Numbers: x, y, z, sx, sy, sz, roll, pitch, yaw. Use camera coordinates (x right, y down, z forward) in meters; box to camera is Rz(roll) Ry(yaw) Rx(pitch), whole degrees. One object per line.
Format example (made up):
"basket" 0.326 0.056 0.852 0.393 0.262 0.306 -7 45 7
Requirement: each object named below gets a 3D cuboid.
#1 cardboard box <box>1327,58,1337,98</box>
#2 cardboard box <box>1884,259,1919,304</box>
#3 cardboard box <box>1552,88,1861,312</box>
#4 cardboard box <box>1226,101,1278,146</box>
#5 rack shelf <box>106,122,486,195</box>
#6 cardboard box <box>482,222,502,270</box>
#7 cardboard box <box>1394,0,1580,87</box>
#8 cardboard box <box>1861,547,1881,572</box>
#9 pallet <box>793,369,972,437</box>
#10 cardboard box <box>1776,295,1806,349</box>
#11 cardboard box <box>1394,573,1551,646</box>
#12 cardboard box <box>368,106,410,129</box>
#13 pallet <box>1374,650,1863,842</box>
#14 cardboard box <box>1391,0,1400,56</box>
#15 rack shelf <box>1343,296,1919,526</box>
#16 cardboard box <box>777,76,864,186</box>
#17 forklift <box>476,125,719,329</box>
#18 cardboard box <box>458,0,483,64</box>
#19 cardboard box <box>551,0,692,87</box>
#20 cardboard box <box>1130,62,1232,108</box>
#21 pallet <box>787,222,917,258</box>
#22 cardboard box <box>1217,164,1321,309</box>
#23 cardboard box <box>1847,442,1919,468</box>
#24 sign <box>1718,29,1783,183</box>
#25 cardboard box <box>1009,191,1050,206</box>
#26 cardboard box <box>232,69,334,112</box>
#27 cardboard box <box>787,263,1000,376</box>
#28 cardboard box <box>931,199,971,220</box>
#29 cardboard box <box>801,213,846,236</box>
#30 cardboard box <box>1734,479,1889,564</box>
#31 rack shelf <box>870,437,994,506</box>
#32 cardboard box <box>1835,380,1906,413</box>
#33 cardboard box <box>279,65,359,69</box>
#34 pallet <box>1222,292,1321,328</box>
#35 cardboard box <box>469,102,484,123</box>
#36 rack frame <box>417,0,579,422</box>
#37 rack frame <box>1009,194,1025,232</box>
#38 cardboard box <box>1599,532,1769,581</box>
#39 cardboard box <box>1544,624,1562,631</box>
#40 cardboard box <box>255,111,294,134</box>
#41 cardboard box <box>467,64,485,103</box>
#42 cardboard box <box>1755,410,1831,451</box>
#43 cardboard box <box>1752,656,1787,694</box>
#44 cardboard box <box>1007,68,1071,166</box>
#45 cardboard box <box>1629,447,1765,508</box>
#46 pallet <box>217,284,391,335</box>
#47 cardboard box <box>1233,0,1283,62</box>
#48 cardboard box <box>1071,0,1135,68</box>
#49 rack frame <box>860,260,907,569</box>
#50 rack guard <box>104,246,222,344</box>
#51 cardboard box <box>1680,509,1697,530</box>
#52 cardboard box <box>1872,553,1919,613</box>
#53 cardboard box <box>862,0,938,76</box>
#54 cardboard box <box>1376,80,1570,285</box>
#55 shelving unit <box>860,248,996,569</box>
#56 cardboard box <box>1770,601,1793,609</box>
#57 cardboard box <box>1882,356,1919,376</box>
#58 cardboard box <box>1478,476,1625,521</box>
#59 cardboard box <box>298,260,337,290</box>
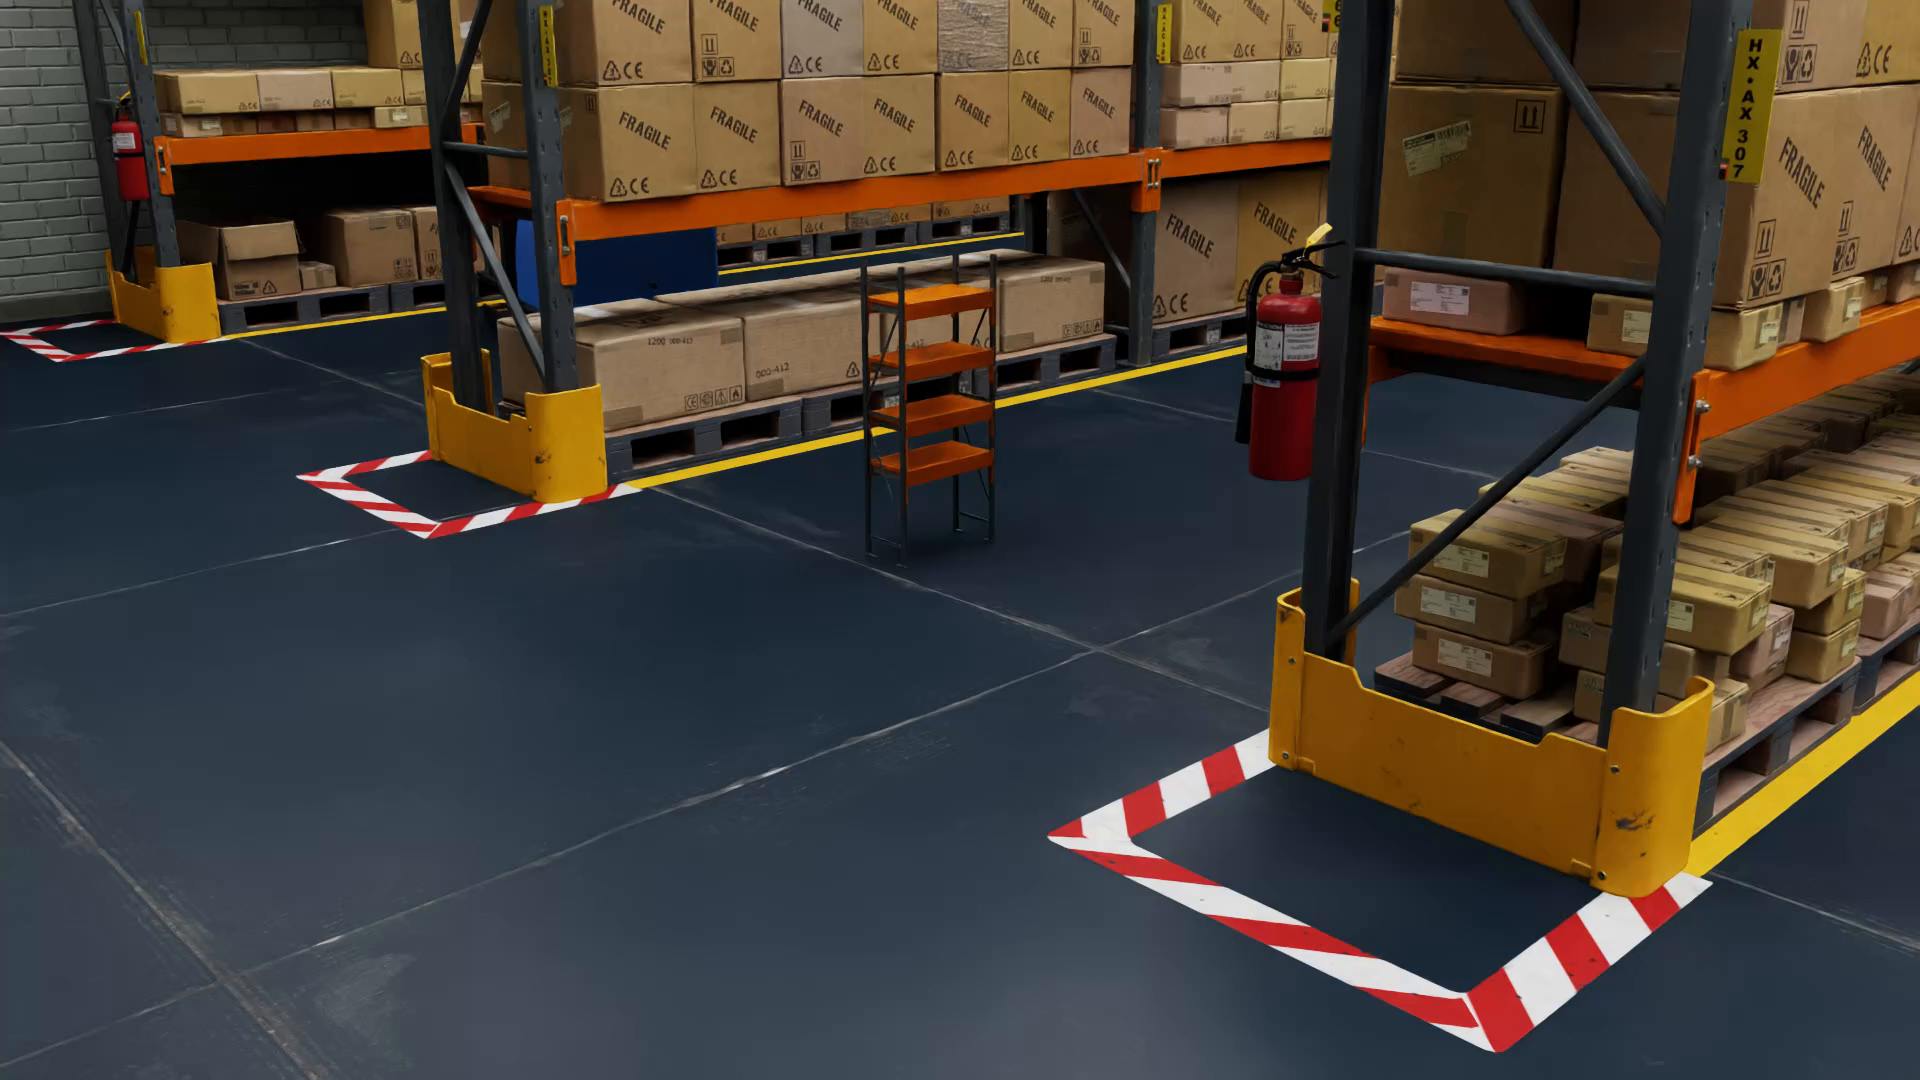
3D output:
"cardboard box" 2.421 -3.123 11.185 0.500 0.250 0.500 17 25 42
"cardboard box" 2.721 -0.833 5.097 0.250 0.149 0.380 -17 24 -42
"cardboard box" 1.881 -0.888 4.214 0.500 0.500 0.500 -15 23 -38
"cardboard box" 1.673 -2.674 10.610 0.500 0.250 0.500 -17 25 -42
"rack shelf" -4.069 -2.946 12.375 4.000 0.370 1.077 -16 24 -41
"cardboard box" -3.611 -2.376 12.822 0.700 0.500 0.500 17 24 42
"cardboard box" 1.526 -1.483 4.429 0.500 0.500 0.500 -17 24 -42
"cardboard box" 2.834 0.005 5.566 0.250 0.149 0.380 -15 23 -38
"pallet" -0.696 -0.871 9.329 1.213 0.211 1.003 -16 24 -41
"cardboard box" 1.982 -0.604 4.392 0.250 0.149 0.380 -15 23 -39
"cardboard box" 1.552 0.174 5.044 0.250 0.149 0.380 -17 25 -42
"cardboard box" -4.125 -3.015 11.829 0.380 0.149 0.250 17 25 42
"pallet" 2.035 0.481 5.159 1.213 0.211 1.003 -16 24 -41
"cardboard box" 2.775 -3.589 11.408 0.500 0.500 0.500 -16 24 -41
"rack shelf" 2.818 -0.747 5.591 4.000 0.370 1.077 -16 24 -41
"cardboard box" -0.833 -2.055 8.298 0.500 0.500 0.500 -16 24 -41
"forklift" -2.650 -2.874 11.096 1.130 2.935 3.031 -10 20 -27
"cardboard box" -3.881 -3.883 12.643 0.500 0.500 0.500 -17 25 -42
"cardboard box" -1.565 -2.314 7.476 0.500 0.500 0.500 -17 25 -42
"cardboard box" 1.310 -2.797 10.181 0.500 0.250 0.500 17 25 42
"pallet" -1.164 -2.827 15.360 1.213 0.211 1.003 -16 24 -41
"cardboard box" 1.843 -2.132 11.462 0.875 0.875 0.875 -15 23 -39
"cardboard box" 3.294 -0.213 5.755 0.380 0.149 0.250 17 24 42
"sign" 1.738 -0.956 3.665 0.005 0.325 0.100 -16 24 -41
"cardboard box" 0.753 -3.759 16.885 0.625 0.625 0.875 -15 23 -39
"cardboard box" -4.642 -3.078 11.374 0.500 0.250 0.500 -16 24 -40
"cardboard box" -0.383 -1.283 9.552 0.875 0.438 0.875 17 25 42
"cardboard box" -0.240 -3.329 15.761 0.500 0.500 0.500 -17 24 -42
"cardboard box" -1.364 -2.995 14.731 0.500 0.500 0.500 17 25 42
"cardboard box" 2.699 -0.065 5.297 0.250 0.149 0.380 -15 23 -39
"rack shelf" -0.120 -0.283 6.773 0.480 0.148 0.258 -16 24 -41
"cardboard box" 3.638 -0.568 6.850 0.250 0.149 0.380 -15 23 -38
"cardboard box" -4.632 -3.305 12.075 0.500 0.250 0.500 -15 23 -39
"pallet" 2.193 -1.715 11.931 1.213 0.211 1.003 -16 24 -41
"cardboard box" -3.661 -3.209 12.425 0.250 0.149 0.380 -16 24 -40
"rack frame" -2.110 -1.753 7.529 0.127 3.000 1.000 -16 24 -41
"rack frame" 0.290 -4.560 16.185 0.127 3.000 1.000 -16 24 -41
"cardboard box" 2.097 0.088 4.827 0.250 0.149 0.380 -16 24 -40
"cardboard box" 1.721 0.256 5.274 0.250 0.149 0.380 -15 23 -39
"cardboard box" -4.775 -2.881 11.415 0.250 0.149 0.380 -17 24 -42
"cardboard box" -3.544 -3.408 12.393 0.500 0.250 0.500 -16 24 -41
"cardboard box" 3.073 -0.407 6.354 0.250 0.149 0.380 -16 24 -40
"cardboard box" 2.275 0.324 5.064 0.250 0.149 0.380 -16 24 -40
"cardboard box" 0.265 -2.383 9.308 0.500 0.500 0.500 -17 25 -42
"cardboard box" 2.555 -0.226 5.794 0.380 0.149 0.250 17 25 42
"pallet" -4.889 -1.723 11.959 1.213 0.211 1.003 -16 24 -41
"cardboard box" 1.665 -3.267 10.414 0.500 0.500 0.500 -16 24 -41
"cardboard box" 0.644 -2.962 9.474 0.500 0.500 0.500 -17 24 -41
"rack frame" -0.298 -0.484 6.532 0.015 1.200 0.240 -16 24 -41
"rack guard" -5.467 -1.692 11.392 0.348 0.500 1.175 -16 24 -41
"cardboard box" 2.296 -0.049 5.733 0.250 0.149 0.380 -16 24 -40
"cardboard box" 3.080 0.121 5.690 0.250 0.149 0.380 -16 24 -41
"cardboard box" -0.464 -2.642 8.487 0.500 0.500 0.500 -16 24 -41
"cardboard box" 1.514 -1.007 4.584 0.500 0.500 0.500 -16 24 -40
"shelving unit" -0.120 -0.536 6.691 0.503 1.200 0.258 -16 24 -41
"cardboard box" 2.277 0.179 5.028 0.250 0.149 0.380 -16 24 -40
"cardboard box" 4.636 -0.737 7.766 0.500 0.500 0.500 -17 24 -42
"cardboard box" 1.898 -0.085 5.359 0.250 0.149 0.380 -17 25 -42
"cardboard box" -4.678 -1.898 11.917 0.380 0.149 0.250 17 24 42
